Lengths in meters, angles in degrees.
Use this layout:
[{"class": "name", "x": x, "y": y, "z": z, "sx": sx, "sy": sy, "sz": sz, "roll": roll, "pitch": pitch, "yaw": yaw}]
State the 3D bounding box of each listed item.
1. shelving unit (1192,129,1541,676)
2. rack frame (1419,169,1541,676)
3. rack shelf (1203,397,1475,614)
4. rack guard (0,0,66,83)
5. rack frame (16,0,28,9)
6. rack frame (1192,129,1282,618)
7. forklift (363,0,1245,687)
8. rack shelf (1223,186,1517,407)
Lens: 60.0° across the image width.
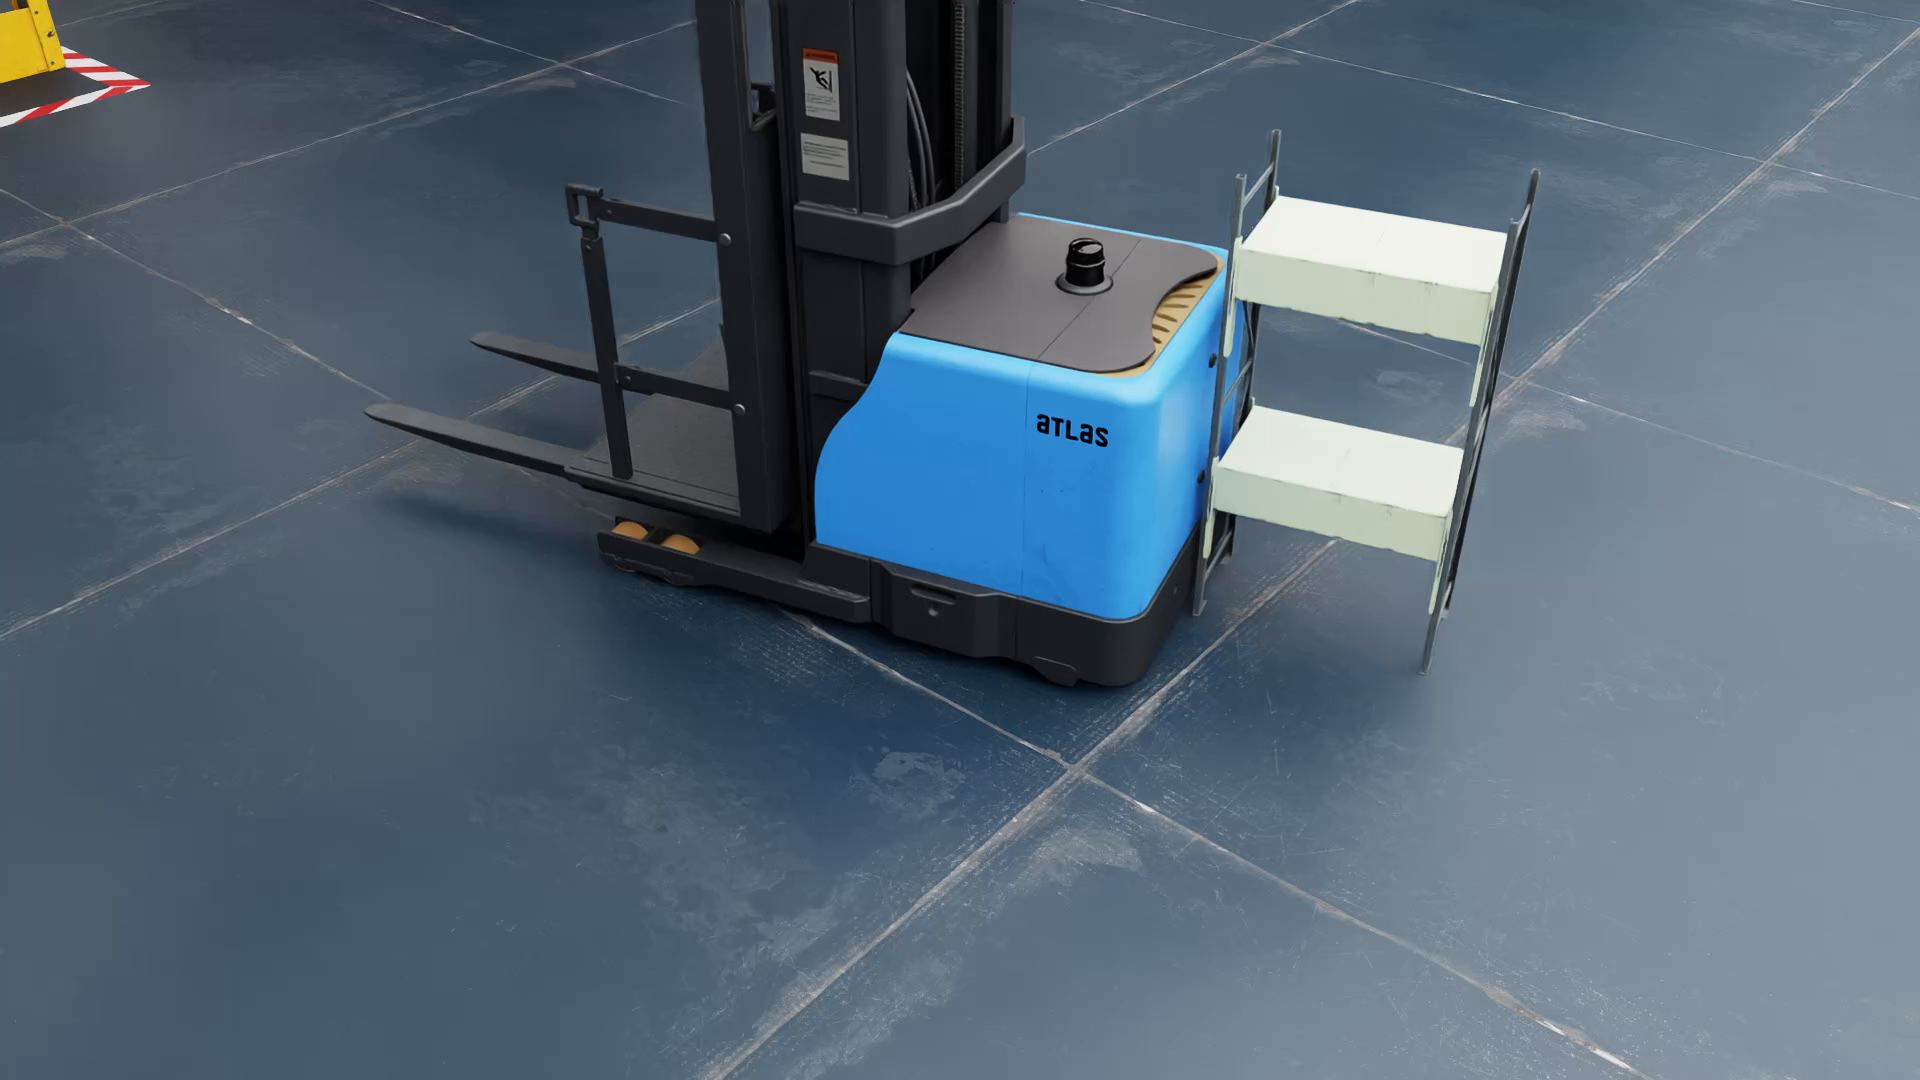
[{"class": "shelving unit", "x": 1.178, "y": -0.387, "z": 4.989, "sx": 0.755, "sy": 1.500, "sz": 0.431, "roll": 14, "pitch": 37, "yaw": 20}, {"class": "rack frame", "x": 1.512, "y": -0.303, "z": 4.866, "sx": 0.023, "sy": 1.500, "sz": 0.400, "roll": 14, "pitch": 37, "yaw": 20}, {"class": "rack shelf", "x": 1.178, "y": -0.119, "z": 5.174, "sx": 0.720, "sy": 0.370, "sz": 0.431, "roll": 14, "pitch": 37, "yaw": 20}, {"class": "rack guard", "x": -5.765, "y": -2.816, "z": 9.409, "sx": 0.348, "sy": 0.500, "sz": 1.175, "roll": 25, "pitch": 42, "yaw": 32}, {"class": "rack frame", "x": -5.676, "y": -3.840, "z": 8.691, "sx": 0.127, "sy": 3.000, "sz": 1.000, "roll": 25, "pitch": 42, "yaw": 32}, {"class": "rack frame", "x": 0.844, "y": -0.472, "z": 5.113, "sx": 0.023, "sy": 1.500, "sz": 0.400, "roll": 14, "pitch": 37, "yaw": 20}, {"class": "forklift", "x": -0.652, "y": -1.313, "z": 5.073, "sx": 3.031, "sy": 2.935, "sz": 1.130, "roll": 14, "pitch": 37, "yaw": 20}, {"class": "rack shelf", "x": 1.178, "y": -0.709, "z": 4.768, "sx": 0.720, "sy": 0.370, "sz": 0.431, "roll": 14, "pitch": 37, "yaw": 20}]
